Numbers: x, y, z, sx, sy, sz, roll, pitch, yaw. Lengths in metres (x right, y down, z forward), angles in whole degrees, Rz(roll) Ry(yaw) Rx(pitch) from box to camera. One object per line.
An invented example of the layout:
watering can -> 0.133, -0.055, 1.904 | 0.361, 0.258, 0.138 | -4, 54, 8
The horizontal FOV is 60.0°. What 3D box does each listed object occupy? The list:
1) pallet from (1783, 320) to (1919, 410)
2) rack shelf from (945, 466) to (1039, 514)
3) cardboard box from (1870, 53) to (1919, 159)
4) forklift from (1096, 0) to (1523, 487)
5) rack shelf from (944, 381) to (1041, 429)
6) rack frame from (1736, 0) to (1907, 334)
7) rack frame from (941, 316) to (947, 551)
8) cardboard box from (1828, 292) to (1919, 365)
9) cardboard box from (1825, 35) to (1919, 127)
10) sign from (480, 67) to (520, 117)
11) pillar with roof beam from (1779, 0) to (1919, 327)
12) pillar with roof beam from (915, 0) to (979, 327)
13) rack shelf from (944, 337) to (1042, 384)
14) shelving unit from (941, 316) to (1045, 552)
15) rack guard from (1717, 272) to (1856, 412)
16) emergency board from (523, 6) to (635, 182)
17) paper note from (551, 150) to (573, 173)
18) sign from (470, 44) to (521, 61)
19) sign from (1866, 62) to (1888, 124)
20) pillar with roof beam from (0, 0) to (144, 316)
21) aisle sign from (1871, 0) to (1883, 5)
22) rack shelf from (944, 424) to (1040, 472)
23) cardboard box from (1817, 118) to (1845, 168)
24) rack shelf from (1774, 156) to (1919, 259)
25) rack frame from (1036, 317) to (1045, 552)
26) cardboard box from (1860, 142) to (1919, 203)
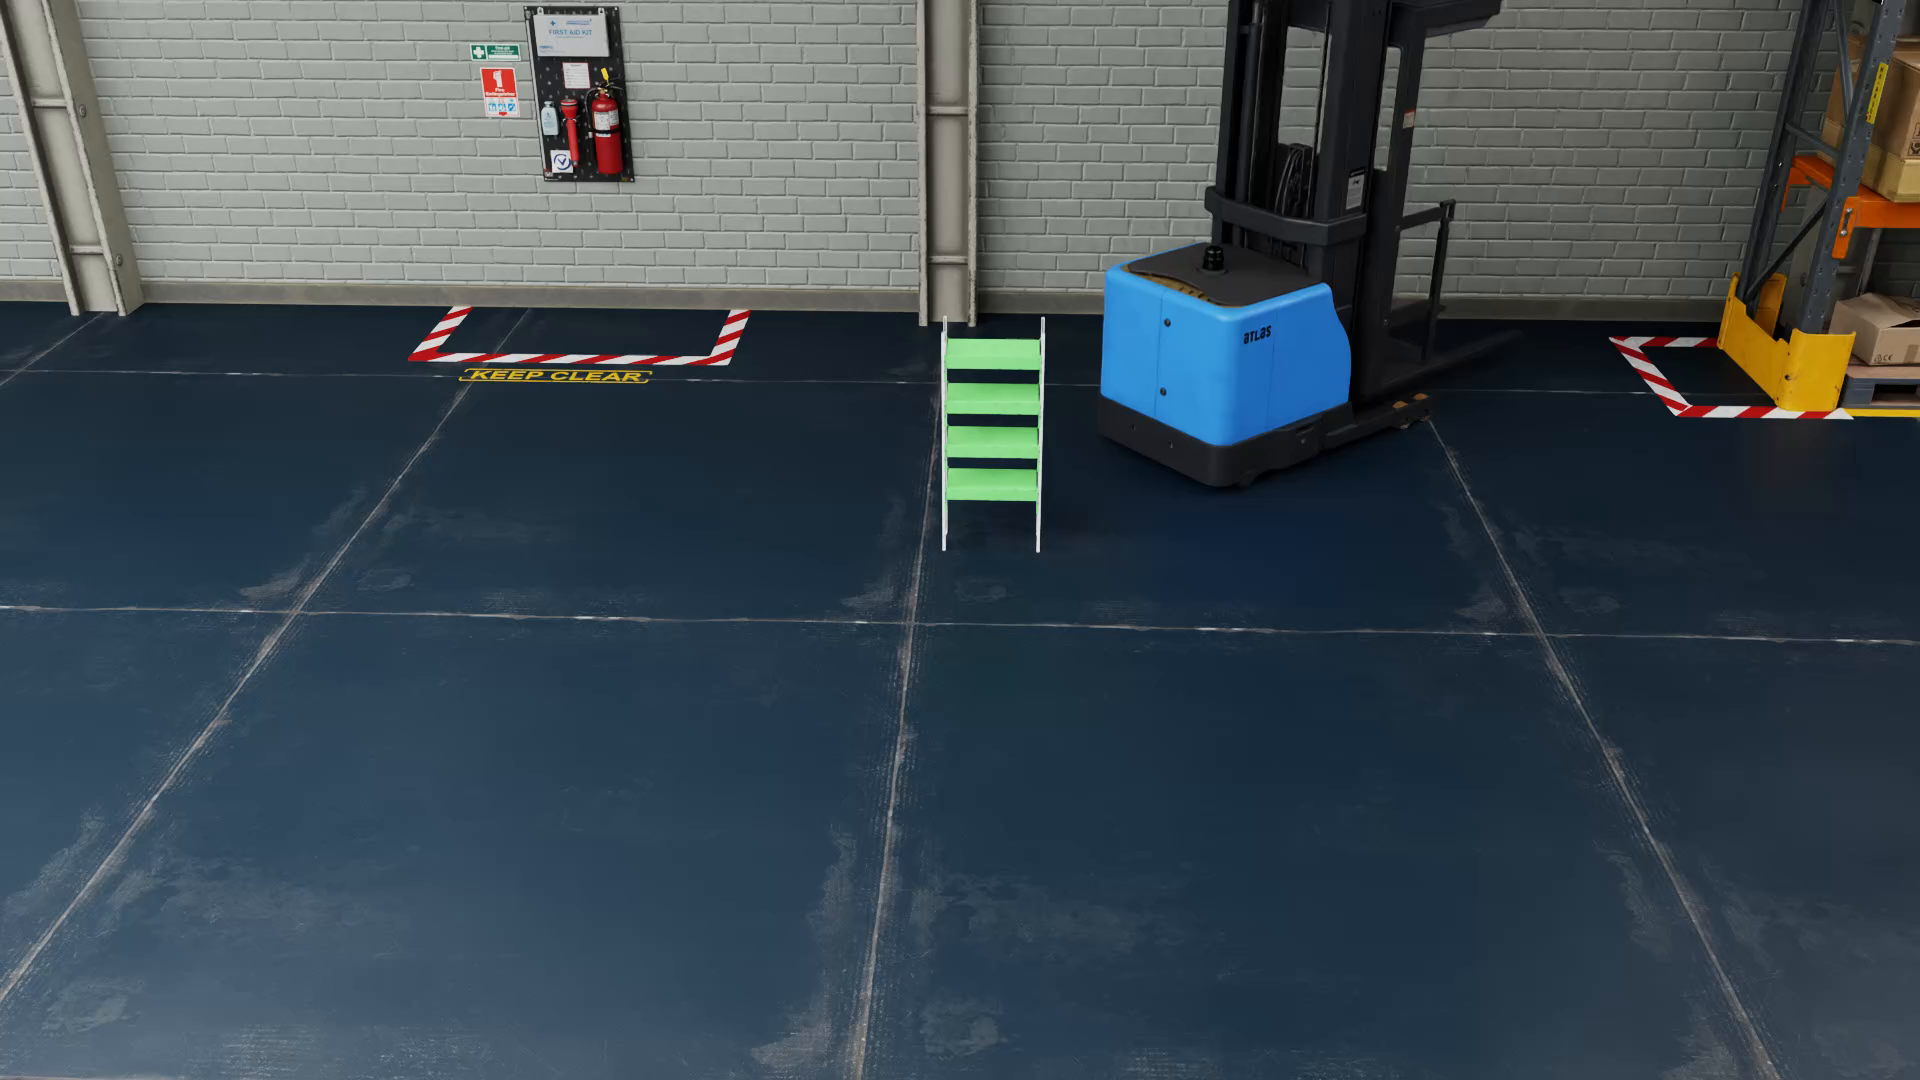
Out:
pallet -> 6.073, -1.128, 10.652 | 1.213, 0.211, 1.003 | 1, 28, 2
rack shelf -> 0.165, -0.259, 8.606 | 0.480, 0.148, 0.258 | 1, 28, 2
cardboard box -> 5.653, -2.516, 9.632 | 0.500, 0.500, 0.500 | 1, 28, 2
forklift -> 2.275, -2.135, 9.648 | 3.031, 2.935, 1.130 | -20, 34, -33
rack shelf -> 0.165, -0.683, 8.381 | 0.480, 0.148, 0.258 | 1, 28, 2
rack frame -> 5.187, -2.391, 10.058 | 0.127, 3.000, 1.000 | 1, 28, 2
rack frame -> -0.078, -0.531, 8.471 | 0.015, 1.200, 0.240 | 1, 28, 2
cardboard box -> 5.875, -1.344, 10.483 | 0.500, 0.311, 0.500 | -2, 28, -4
cardboard box -> 5.665, -2.756, 10.085 | 0.500, 0.500, 0.500 | 1, 28, 1
sign -> -3.097, -3.015, 11.197 | 0.234, 0.329, 0.001 | 1, 28, 2
pillar with roof beam -> 5.765, -3.420, 5.593 | 0.400, 9.000, 9.100 | 1, 28, 2
pillar with roof beam -> -0.231, -3.519, 5.780 | 0.400, 9.000, 9.100 | 1, 28, 2
rack shelf -> 0.165, -0.895, 8.269 | 0.480, 0.148, 0.258 | 1, 28, 2
shelving unit -> 0.165, -0.527, 8.464 | 0.503, 1.200, 0.258 | 1, 28, 2
rack guard -> 5.263, -1.285, 10.641 | 0.348, 0.500, 1.175 | 1, 28, 2
emergency board -> -2.548, -2.942, 11.097 | 0.643, 1.169, 0.194 | 1, 28, 2
paper note -> -2.722, -2.588, 11.370 | 0.142, 0.148, 0.016 | 1, 28, 2
sign -> -3.093, -3.245, 11.065 | 0.331, 0.109, 0.001 | 1, 28, 2
sign -> 5.168, -2.519, 9.376 | 0.005, 0.325, 0.100 | 1, 28, 2
pillar with roof beam -> -6.228, -3.618, 5.967 | 0.400, 9.000, 9.100 | 1, 28, 2
aisle sign -> 5.104, -3.400, 9.186 | 0.004, 0.787, 0.394 | 1, 28, 2
rack shelf -> 0.165, -0.471, 8.494 | 0.480, 0.148, 0.258 | 1, 28, 2
cardboard box -> 5.661, -2.416, 10.245 | 0.500, 0.250, 0.500 | 1, 28, 3
rack shelf -> 7.185, -2.040, 10.164 | 4.000, 0.370, 1.077 | 1, 28, 2
rack frame -> 0.409, -0.523, 8.456 | 0.015, 1.200, 0.240 | 1, 28, 2
cardboard box -> 5.663, -2.177, 9.792 | 0.500, 0.250, 0.500 | 0, 28, 0
